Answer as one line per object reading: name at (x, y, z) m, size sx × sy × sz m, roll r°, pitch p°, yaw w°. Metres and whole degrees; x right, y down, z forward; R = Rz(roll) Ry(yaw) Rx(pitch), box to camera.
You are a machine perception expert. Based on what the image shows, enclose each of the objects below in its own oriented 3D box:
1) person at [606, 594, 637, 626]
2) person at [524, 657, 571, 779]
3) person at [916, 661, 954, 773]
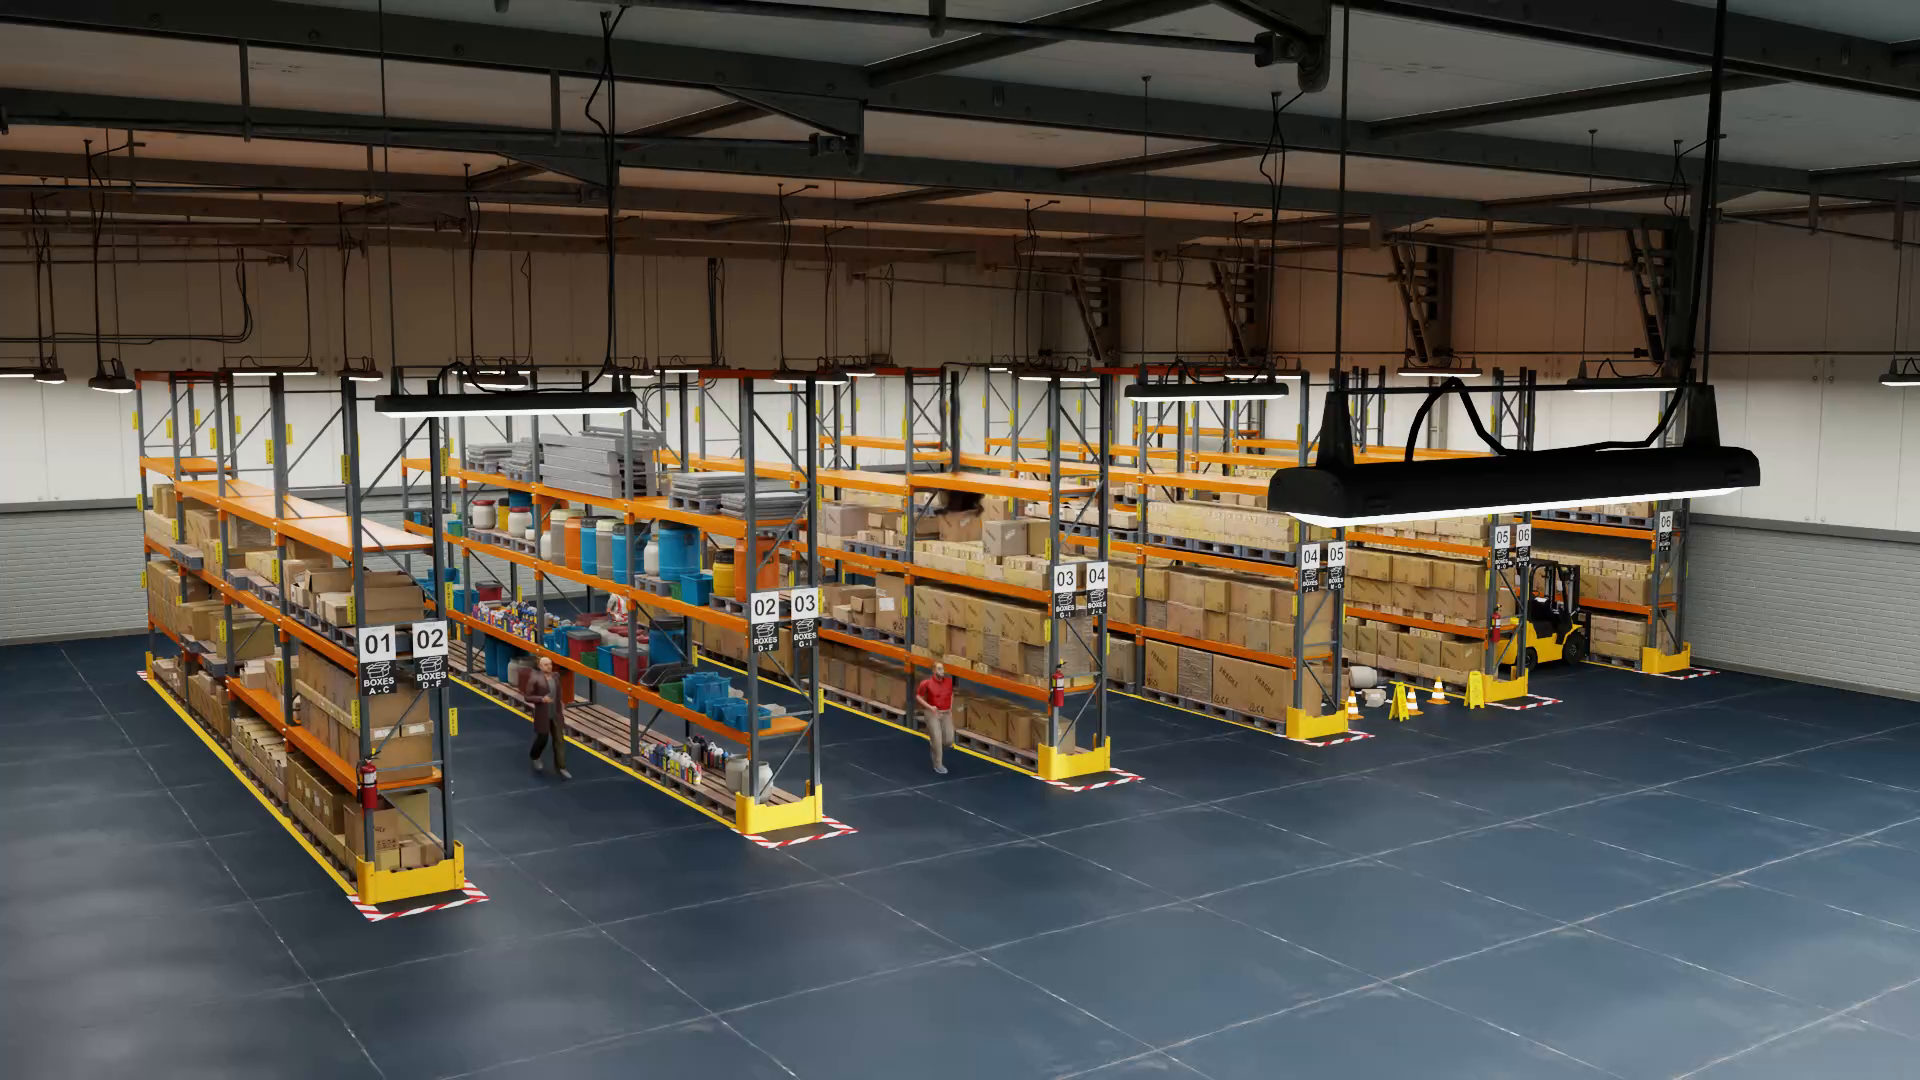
person at (-6.830, 1.674, 33.570) m, size 0.863 × 1.771 × 0.657 m, roll 6°, pitch 9°, yaw 44°
person at (-6.156, 2.621, 24.798) m, size 0.709 × 1.771 × 1.034 m, roll -6°, pitch 9°, yaw -41°
person at (-0.350, 2.670, 25.187) m, size 0.658 × 1.693 × 0.622 m, roll -4°, pitch 7°, yaw -30°
